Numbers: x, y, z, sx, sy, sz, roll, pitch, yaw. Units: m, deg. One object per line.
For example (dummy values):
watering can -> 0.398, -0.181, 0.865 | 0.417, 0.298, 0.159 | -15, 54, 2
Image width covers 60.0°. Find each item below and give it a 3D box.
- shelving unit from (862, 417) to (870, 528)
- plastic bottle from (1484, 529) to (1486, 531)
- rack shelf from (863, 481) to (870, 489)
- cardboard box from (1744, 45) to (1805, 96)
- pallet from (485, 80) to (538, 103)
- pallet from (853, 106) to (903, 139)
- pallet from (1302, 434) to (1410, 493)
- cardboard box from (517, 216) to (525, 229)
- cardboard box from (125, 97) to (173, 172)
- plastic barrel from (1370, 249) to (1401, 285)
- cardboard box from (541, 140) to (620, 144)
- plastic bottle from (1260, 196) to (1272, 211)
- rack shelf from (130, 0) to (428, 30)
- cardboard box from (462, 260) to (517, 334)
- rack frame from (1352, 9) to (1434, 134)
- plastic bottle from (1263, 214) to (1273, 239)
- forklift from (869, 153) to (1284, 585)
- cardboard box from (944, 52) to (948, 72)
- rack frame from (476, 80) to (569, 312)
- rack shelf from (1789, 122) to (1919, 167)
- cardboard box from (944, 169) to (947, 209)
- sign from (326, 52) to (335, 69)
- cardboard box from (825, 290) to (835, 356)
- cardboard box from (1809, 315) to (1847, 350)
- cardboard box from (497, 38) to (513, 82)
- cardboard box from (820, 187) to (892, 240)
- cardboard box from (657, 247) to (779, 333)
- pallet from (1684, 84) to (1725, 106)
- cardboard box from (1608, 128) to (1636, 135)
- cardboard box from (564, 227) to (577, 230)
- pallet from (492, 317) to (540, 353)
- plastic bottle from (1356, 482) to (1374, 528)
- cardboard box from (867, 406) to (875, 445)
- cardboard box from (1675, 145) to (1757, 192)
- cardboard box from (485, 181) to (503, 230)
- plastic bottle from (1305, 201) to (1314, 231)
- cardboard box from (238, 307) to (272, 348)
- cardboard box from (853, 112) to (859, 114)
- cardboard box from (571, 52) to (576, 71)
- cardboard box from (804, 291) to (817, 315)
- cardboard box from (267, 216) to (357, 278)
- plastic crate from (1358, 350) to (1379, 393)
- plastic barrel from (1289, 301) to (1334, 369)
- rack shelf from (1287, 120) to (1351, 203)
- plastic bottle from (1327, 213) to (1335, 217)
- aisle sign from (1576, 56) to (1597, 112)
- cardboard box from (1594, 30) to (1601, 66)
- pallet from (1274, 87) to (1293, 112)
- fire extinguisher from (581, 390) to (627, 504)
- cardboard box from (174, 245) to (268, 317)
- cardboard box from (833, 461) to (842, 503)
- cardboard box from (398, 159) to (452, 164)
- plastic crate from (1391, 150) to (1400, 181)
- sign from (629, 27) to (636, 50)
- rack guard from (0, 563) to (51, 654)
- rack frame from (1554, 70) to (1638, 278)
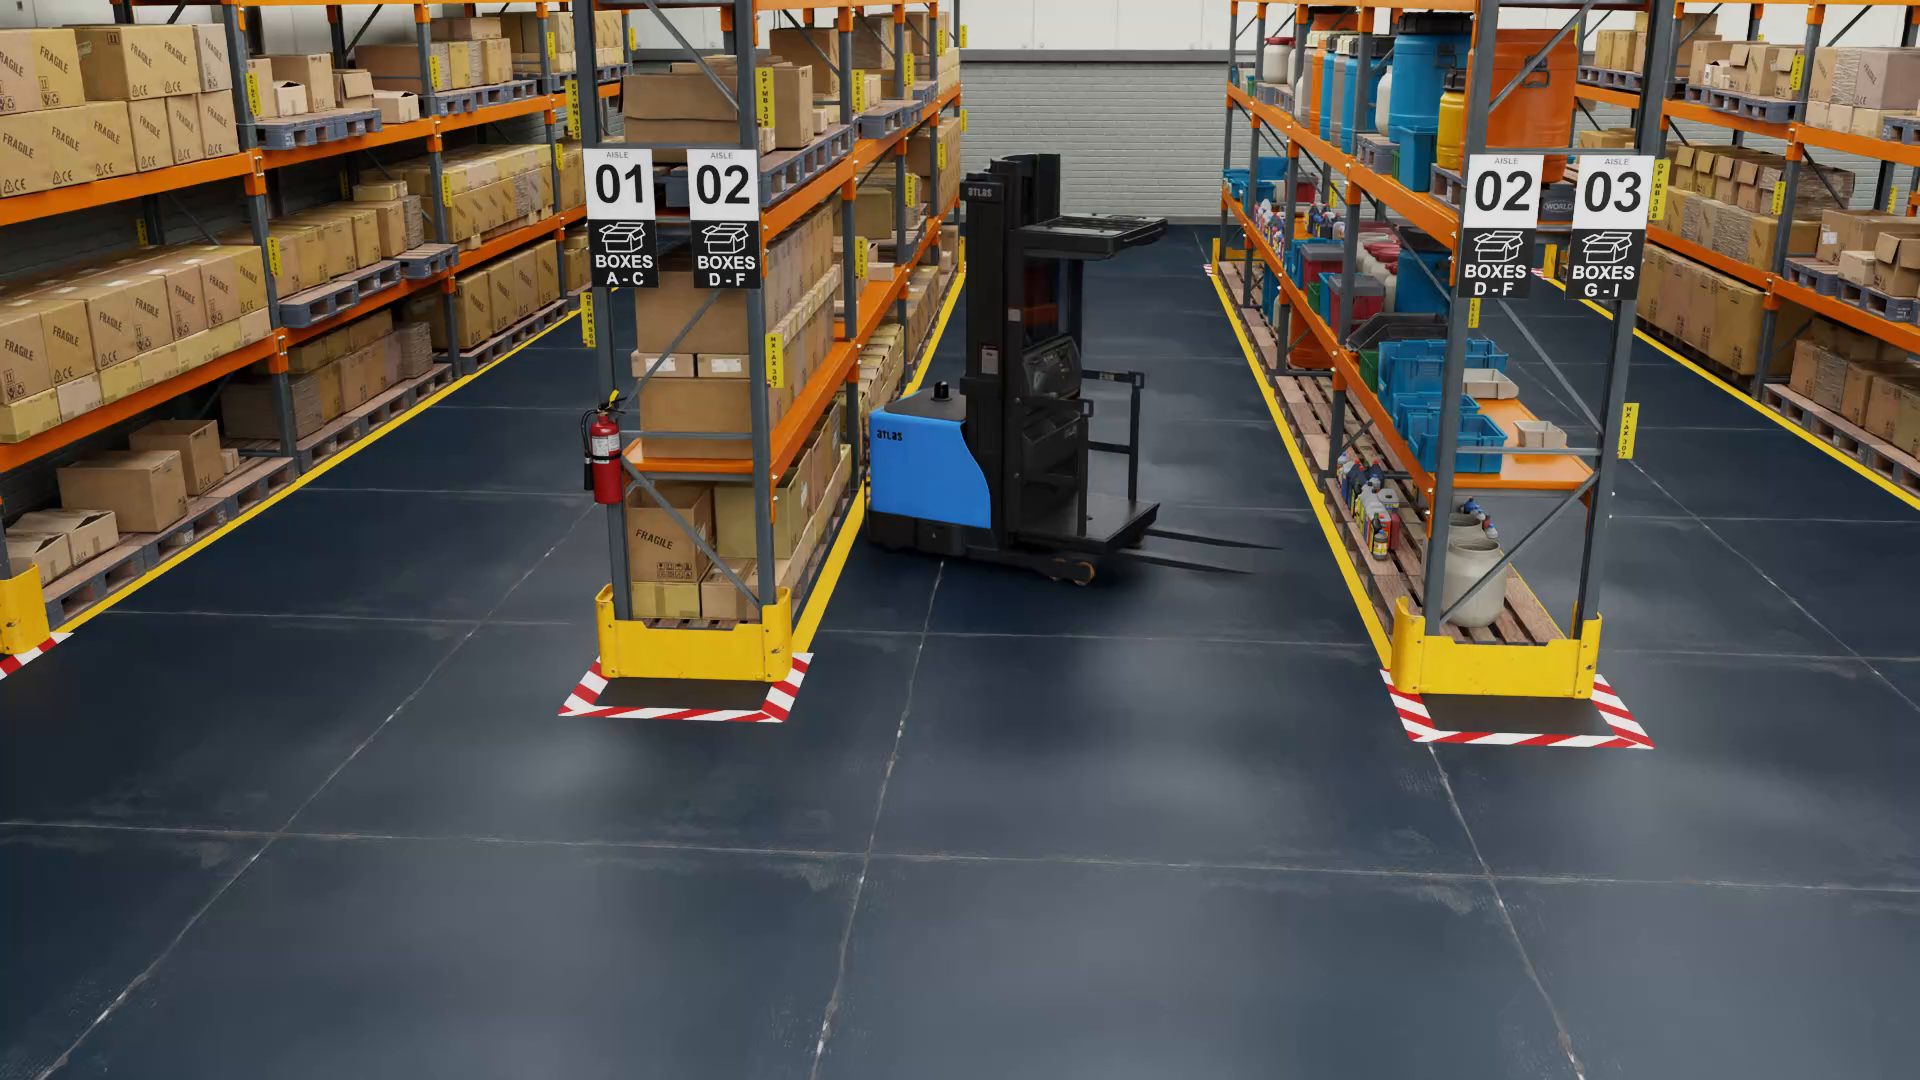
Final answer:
shelving unit -> -0.605, -0.542, 13.131 | 0.258, 0.900, 0.210 | 9, 20, 26
plastic bottle -> 3.740, 0.021, 11.829 | 0.097, 0.201, 0.097 | 0, 18, 0
rack shelf -> -0.605, -0.425, 13.169 | 0.258, 0.077, 0.200 | 9, 20, 26
cardboard box -> 8.752, -5.019, 17.771 | 0.500, 0.500, 0.500 | 2, 18, 7
pallet -> -5.746, -5.508, 20.406 | 0.805, 0.209, 1.217 | 1, 18, 2
pallet -> -1.112, -3.883, 15.443 | 1.003, 0.211, 1.213 | 2, 18, 6
pallet -> 3.596, -0.673, 14.639 | 1.003, 0.211, 1.213 | 1, 18, 4
cardboard box -> -5.573, -3.922, 20.447 | 0.380, 0.149, 0.250 | 1, 18, 4
cardboard box -> -6.144, -2.965, 12.145 | 0.500, 0.500, 0.500 | 1, 18, 2
plastic barrel -> 3.918, -2.338, 15.024 | 0.433, 0.535, 0.433 | 0, 18, 0
cardboard box -> -5.510, -5.459, 24.285 | 0.980, 0.700, 0.700 | 1, 18, 3
plastic bottle -> 3.801, -4.100, 20.698 | 0.144, 0.351, 0.185 | 1, 18, 4
rack shelf -> -6.160, -4.915, 15.268 | 1.077, 0.370, 4.000 | 1, 18, 4
cardboard box -> -5.763, -2.892, 19.711 | 0.750, 0.750, 0.750 | 1, 18, 4
rack frame -> 3.579, -4.604, 12.523 | 1.000, 3.000, 0.127 | 1, 18, 4
plastic bottle -> 3.656, -3.684, 19.549 | 0.152, 0.276, 0.135 | 1, 18, 4
forklift -> 0.854, -1.258, 12.054 | 3.031, 2.935, 1.130 | 9, 20, 25
cardboard box -> -0.424, -6.398, 22.251 | 0.500, 0.250, 0.500 | 1, 18, 4
rack frame -> -5.729, -4.459, 21.715 | 1.000, 3.000, 0.127 | 1, 18, 4
rack shelf -> 8.662, -3.348, 14.661 | 1.077, 0.370, 4.000 | 1, 18, 4
cardboard box -> -0.446, -4.709, 22.316 | 0.500, 0.500, 0.500 | 2, 18, 5
sign -> -6.569, -4.941, 17.410 | 0.100, 0.325, 0.005 | 1, 18, 4
cardboard box -> -1.387, -1.775, 13.362 | 0.700, 0.500, 0.500 | 1, 18, 2
cardboard box -> 8.787, -2.054, 16.478 | 0.500, 0.250, 0.500 | 2, 18, 6
cardboard box -> -5.902, -5.871, 20.337 | 0.700, 0.500, 0.500 | 0, 18, 1
cardboard box -> -1.142, -3.553, 18.114 | 0.700, 0.500, 0.500 | -5, 19, -15
cardboard box -> -1.566, -1.612, 10.780 | 0.700, 0.500, 0.500 | 1, 18, 2
pallet -> 9.076, -5.176, 19.393 | 0.805, 0.209, 1.217 | 1, 18, 2
cardboard box -> 9.606, -5.639, 23.875 | 0.500, 0.500, 0.500 | 2, 18, 5
cardboard box -> -5.691, -4.373, 23.750 | 0.380, 0.149, 0.250 | 1, 18, 3
pallet -> -5.794, -2.513, 20.253 | 1.003, 0.211, 1.213 | 1, 18, 4
plastic bottle -> 3.063, -0.272, 12.483 | 0.144, 0.351, 0.185 | 1, 18, 3
cardboard box -> -1.048, -1.037, 15.011 | 0.500, 0.250, 0.500 | 2, 18, 5
cardboard box -> 9.055, -4.453, 19.925 | 0.797, 0.503, 0.637 | 1, 18, 2
cardboard box -> -5.643, -3.877, 19.268 | 0.500, 0.500, 0.500 | 1, 18, 4
plastic bottle -> 4.269, -3.925, 20.164 | 0.144, 0.351, 0.185 | 1, 18, 4
cardboard box -> -6.035, -1.759, 13.683 | 0.500, 0.250, 0.500 | 1, 18, 4
cardboard box -> -1.164, -4.012, 15.098 | 0.500, 0.250, 0.500 | 0, 18, -1
cardboard box -> -5.366, -6.427, 22.309 | 0.500, 0.250, 0.500 | 1, 18, 3
cardboard box -> -1.260, -1.738, 12.206 | 0.380, 0.149, 0.250 | 2, 18, 5
cardboard box -> -6.169, -2.767, 15.684 | 0.700, 0.500, 0.500 | 4, 19, 11
plastic crate -> 3.200, -1.238, 12.223 | 0.450, 0.188, 0.662 | 1, 18, 4
plastic barrel -> 3.883, -2.317, 17.986 | 0.600, 0.830, 0.708 | 1, 18, 4
rack shelf -> 3.722, -3.458, 14.998 | 1.077, 0.370, 4.000 | 1, 18, 4
plastic bottle -> 4.374, -3.738, 19.712 | 0.152, 0.276, 0.135 | 1, 18, 4
aisle sign -> 9.085, -6.634, 24.178 | 0.394, 0.787, 0.004 | 1, 18, 4
cardboard box -> 9.395, -6.927, 23.434 | 0.700, 0.500, 0.500 | 0, 18, 1
pallet -> 4.115, -4.976, 18.778 | 1.003, 0.211, 1.213 | 1, 18, 4
fire extinguisher -> -2.120, -0.560, 9.939 | 0.296, 0.674, 0.183 | 1, 18, 4
cardboard box -> -6.028, -2.116, 13.567 | 0.500, 0.500, 0.500 | 1, 18, 4
cardboard box -> -1.223, -0.454, 13.234 | 0.500, 0.250, 0.500 | 1, 18, 4
cardboard box -> -6.162, -4.238, 19.166 | 0.500, 0.250, 0.500 | 1, 18, 3
plastic crate -> 3.194, -2.594, 11.546 | 0.336, 0.188, 0.450 | 1, 18, 4
sign -> -4.902, -7.494, 24.864 | 0.100, 0.325, 0.005 | 1, 18, 4
rack guard -> -6.584, 0.432, 10.802 | 1.175, 0.500, 0.348 | 1, 18, 4
rack frame -> 9.379, -5.370, 24.494 | 1.000, 3.000, 0.127 | 1, 18, 4
